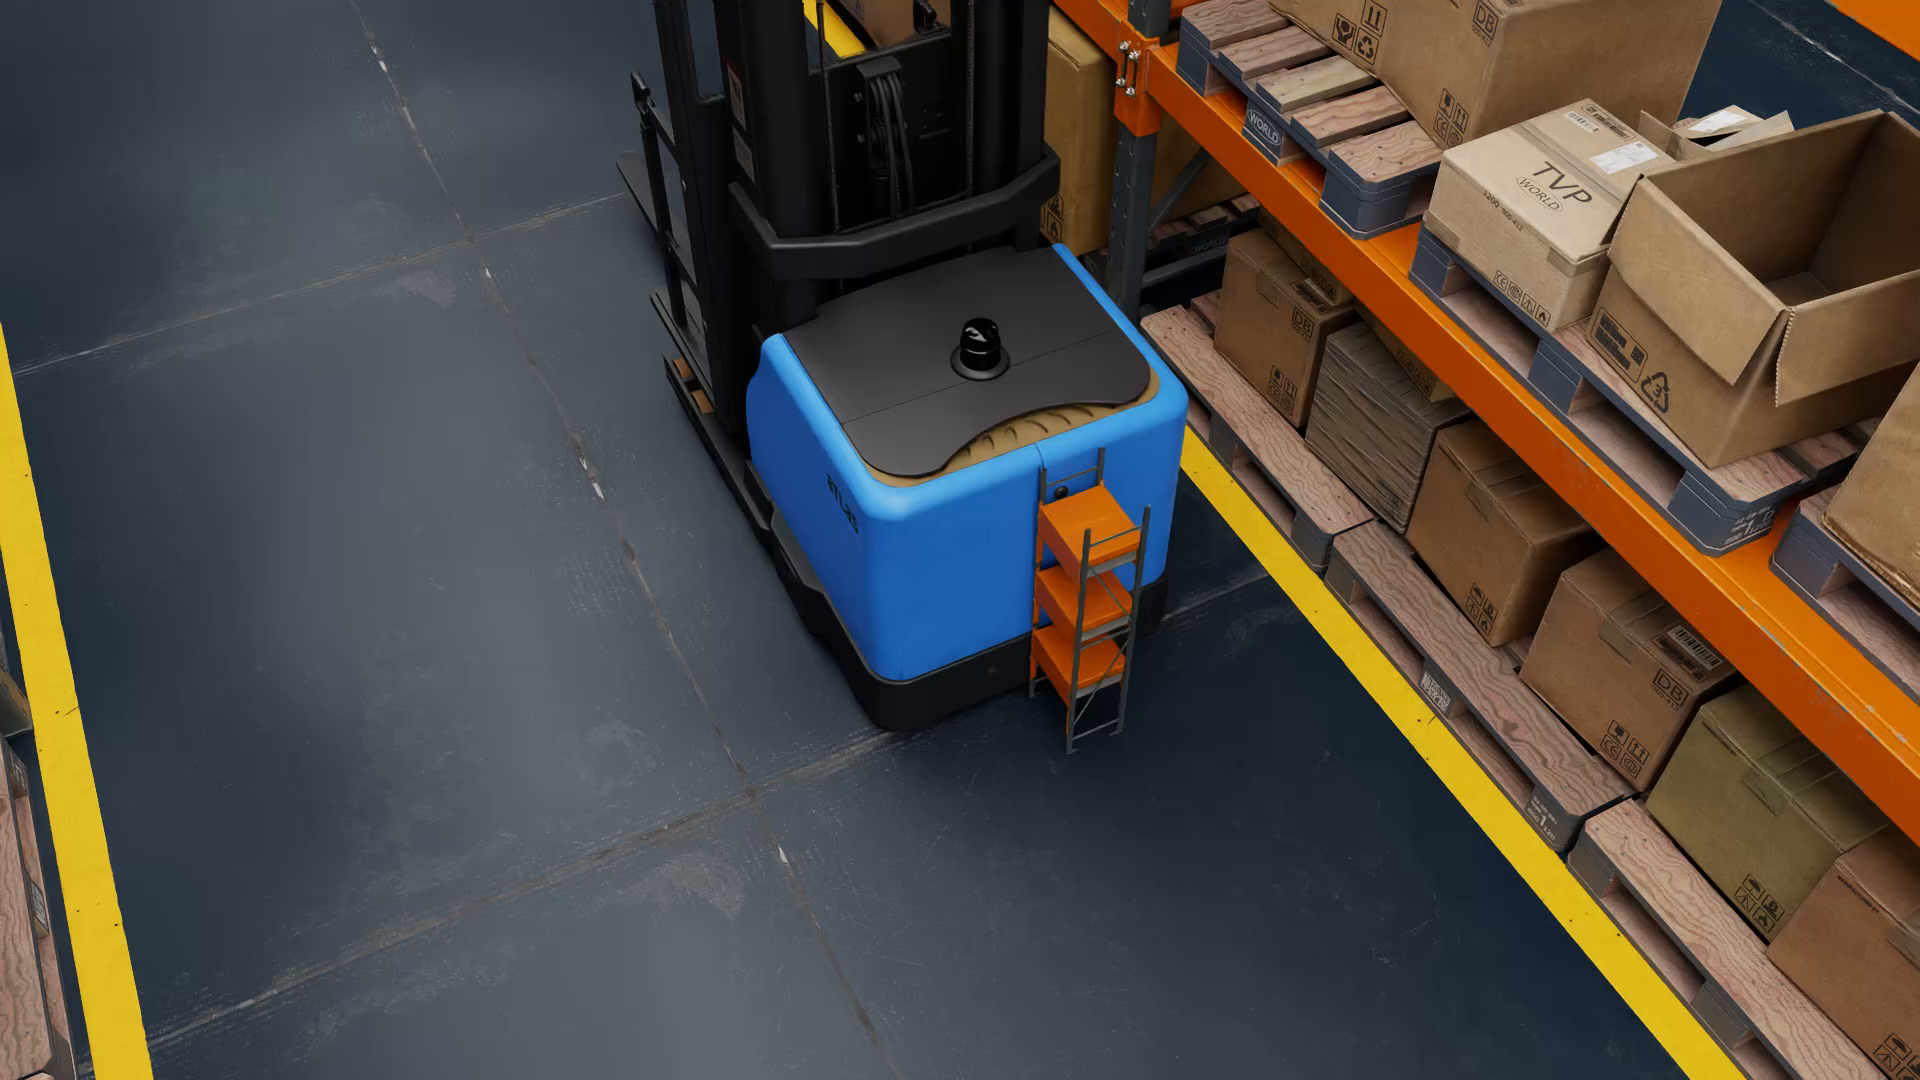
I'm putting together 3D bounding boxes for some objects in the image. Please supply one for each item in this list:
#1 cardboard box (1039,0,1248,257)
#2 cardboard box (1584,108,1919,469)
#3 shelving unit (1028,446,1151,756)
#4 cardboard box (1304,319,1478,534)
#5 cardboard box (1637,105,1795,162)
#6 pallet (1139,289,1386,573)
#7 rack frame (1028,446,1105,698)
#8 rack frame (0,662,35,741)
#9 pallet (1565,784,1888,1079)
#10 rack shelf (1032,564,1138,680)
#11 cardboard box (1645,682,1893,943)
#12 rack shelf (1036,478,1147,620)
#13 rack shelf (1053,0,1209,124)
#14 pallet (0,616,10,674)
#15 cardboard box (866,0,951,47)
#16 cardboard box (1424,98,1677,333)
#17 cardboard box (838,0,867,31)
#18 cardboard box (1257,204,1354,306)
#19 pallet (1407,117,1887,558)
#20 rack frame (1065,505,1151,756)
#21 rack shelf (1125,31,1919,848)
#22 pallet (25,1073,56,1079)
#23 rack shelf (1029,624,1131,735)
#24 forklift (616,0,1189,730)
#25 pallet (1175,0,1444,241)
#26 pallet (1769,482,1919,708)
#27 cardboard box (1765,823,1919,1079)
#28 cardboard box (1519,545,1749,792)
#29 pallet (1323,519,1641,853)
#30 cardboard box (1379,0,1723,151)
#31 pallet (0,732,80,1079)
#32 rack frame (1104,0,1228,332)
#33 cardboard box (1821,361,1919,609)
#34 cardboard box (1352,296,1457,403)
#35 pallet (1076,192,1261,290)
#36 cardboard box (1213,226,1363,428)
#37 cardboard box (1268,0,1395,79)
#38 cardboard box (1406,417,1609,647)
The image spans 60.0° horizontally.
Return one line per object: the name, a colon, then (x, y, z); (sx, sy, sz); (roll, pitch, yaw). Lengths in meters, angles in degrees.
cardboard box: (0.725, -1.872, 6.527); (1.225, 0.875, 0.875); (-23, 53, -19)
cardboard box: (1.978, -0.588, 3.924); (0.797, 0.503, 0.637); (-16, 51, -14)
shelving unit: (0.364, 0.205, 4.873); (0.215, 1.050, 0.252); (-21, 52, -17)
cardboard box: (1.612, -0.478, 5.543); (0.700, 0.500, 0.500); (-25, 53, -20)
cardboard box: (2.026, -1.035, 4.473); (0.396, 0.266, 0.258); (-23, 53, -19)
pallet: (1.379, -0.523, 6.067); (1.003, 0.211, 1.213); (-21, 52, -18)
rack frame: (0.310, 0.123, 4.945); (0.200, 1.050, 0.008); (-21, 52, -17)
rack frame: (-3.381, -0.258, 3.983); (1.000, 3.000, 0.127); (-21, 52, -18)
pallet: (2.495, 1.111, 4.638); (1.003, 0.211, 1.213); (-21, 52, -18)
rack shelf: (0.364, 0.212, 4.881); (0.215, 0.259, 0.240); (-21, 52, -17)
cardboard box: (2.390, 0.647, 4.560); (0.700, 0.500, 0.500); (-21, 52, -18)
rack shelf: (0.364, 0.026, 4.667); (0.215, 0.259, 0.240); (-21, 52, -17)
rack shelf: (0.107, -3.066, 6.917); (1.077, 0.370, 4.000); (-21, 52, -18)
pallet: (-3.779, 0.147, 5.482); (1.003, 0.211, 1.213); (-21, 52, -18)
cardboard box: (0.324, -2.471, 7.051); (1.225, 0.875, 0.875); (-21, 52, -17)
cardboard box: (1.585, -0.852, 4.323); (0.500, 0.250, 0.500); (-23, 53, -19)
cardboard box: (-0.088, -3.061, 7.567); (1.225, 0.875, 0.875); (-23, 53, -19)
cardboard box: (1.356, -1.095, 5.585); (0.500, 0.250, 0.500); (-19, 52, -16)
pallet: (1.965, -0.590, 4.401); (1.003, 0.211, 1.213); (-21, 52, -18)
rack frame: (0.419, 0.288, 4.801); (0.200, 1.050, 0.008); (-21, 52, -17)
rack shelf: (1.938, -0.389, 4.575); (1.077, 0.370, 4.000); (-21, 52, -18)
pallet: (-2.507, 2.007, 3.854); (1.003, 0.211, 1.213); (-21, 52, -18)
rack shelf: (0.364, 0.395, 5.090); (0.215, 0.259, 0.240); (-21, 52, -17)
forklift: (-0.440, -1.498, 5.113); (1.130, 2.935, 3.031); (-21, 52, -17)
pallet: (1.443, -1.461, 5.162); (1.213, 0.211, 1.003); (-21, 52, -18)
pallet: (2.633, 0.215, 3.697); (1.003, 0.211, 1.213); (-21, 52, -18)
cardboard box: (2.591, 0.973, 4.275); (0.700, 0.500, 0.500); (-25, 53, -20)
cardboard box: (2.133, 0.273, 4.887); (0.700, 0.500, 0.500); (-25, 53, -21)
pallet: (1.933, 0.293, 5.354); (1.003, 0.211, 1.213); (-21, 52, -18)
cardboard box: (1.650, -1.448, 4.679); (0.700, 0.500, 0.500); (-14, 50, -12)
pallet: (-3.061, 1.192, 4.567); (1.003, 0.211, 1.213); (-21, 52, -18)
rack frame: (1.023, -1.964, 5.475); (1.000, 3.000, 0.127); (-21, 52, -18)
cardboard box: (2.614, -0.203, 3.257); (1.000, 1.000, 1.000); (-21, 52, -17)
cardboard box: (1.608, -0.743, 5.277); (0.500, 0.250, 0.500); (-16, 51, -13)
pallet: (0.729, -1.600, 7.009); (1.003, 0.211, 1.213); (-21, 52, -18)
cardboard box: (1.347, -0.844, 5.864); (0.700, 0.500, 0.500); (-24, 53, -19)
cardboard box: (1.305, -1.788, 4.975); (0.500, 0.500, 0.500); (-27, 54, -22)
cardboard box: (1.878, -0.101, 5.214); (0.700, 0.500, 0.500); (-17, 51, -15)
